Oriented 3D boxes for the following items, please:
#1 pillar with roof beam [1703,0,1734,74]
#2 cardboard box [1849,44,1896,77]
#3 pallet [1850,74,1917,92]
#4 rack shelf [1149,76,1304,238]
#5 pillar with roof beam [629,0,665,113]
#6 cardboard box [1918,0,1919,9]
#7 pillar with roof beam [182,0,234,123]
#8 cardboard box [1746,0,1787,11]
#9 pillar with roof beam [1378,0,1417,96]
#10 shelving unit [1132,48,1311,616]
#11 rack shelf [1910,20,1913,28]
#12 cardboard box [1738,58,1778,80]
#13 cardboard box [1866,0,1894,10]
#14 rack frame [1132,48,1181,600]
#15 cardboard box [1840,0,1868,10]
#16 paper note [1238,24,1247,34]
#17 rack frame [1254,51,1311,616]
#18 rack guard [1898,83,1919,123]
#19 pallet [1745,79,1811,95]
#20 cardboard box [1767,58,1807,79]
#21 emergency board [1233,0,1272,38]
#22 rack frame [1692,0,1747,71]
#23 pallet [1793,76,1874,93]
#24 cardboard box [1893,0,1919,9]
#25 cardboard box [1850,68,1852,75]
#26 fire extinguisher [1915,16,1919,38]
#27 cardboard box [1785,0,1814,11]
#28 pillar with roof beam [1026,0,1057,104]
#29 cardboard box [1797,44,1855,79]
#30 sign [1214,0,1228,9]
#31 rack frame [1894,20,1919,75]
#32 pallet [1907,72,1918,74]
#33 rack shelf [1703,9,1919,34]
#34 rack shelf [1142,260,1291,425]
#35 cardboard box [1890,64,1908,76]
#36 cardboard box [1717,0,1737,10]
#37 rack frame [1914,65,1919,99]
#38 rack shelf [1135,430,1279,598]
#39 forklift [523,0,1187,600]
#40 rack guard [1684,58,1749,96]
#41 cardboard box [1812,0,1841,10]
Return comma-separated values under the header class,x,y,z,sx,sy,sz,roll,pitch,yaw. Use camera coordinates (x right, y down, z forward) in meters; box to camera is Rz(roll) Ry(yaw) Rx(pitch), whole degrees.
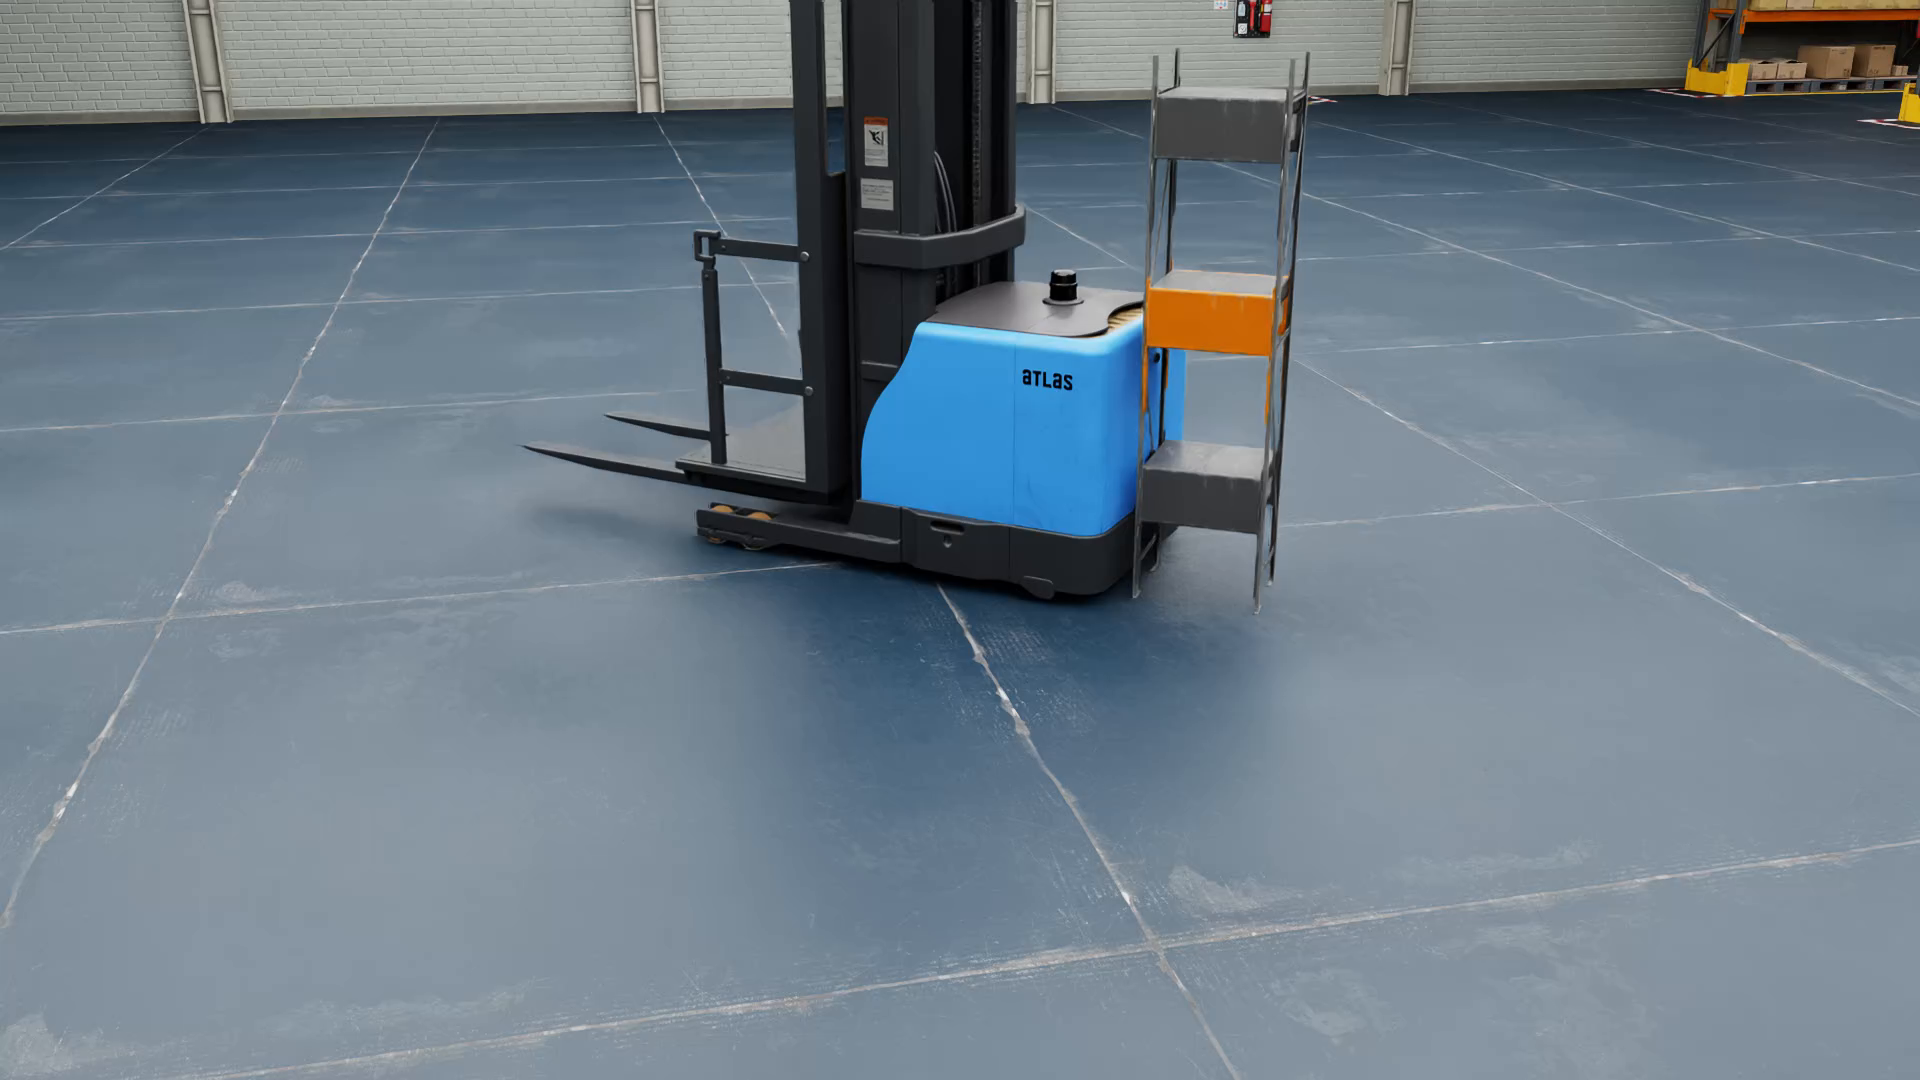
class,x,y,z,sx,sy,sz,roll,pitch,yaw
pillar with roof beam,13.922,-10.561,23.062,0.400,9.000,9.100,-5,21,-12
cardboard box,15.341,-8.094,28.043,0.500,0.500,0.500,-6,21,-17
pallet,15.696,-7.782,28.252,1.213,0.211,1.003,-5,21,-12
rack shelf,0.993,-1.427,6.162,0.480,0.518,0.431,7,21,18
pillar with roof beam,-3.595,-9.136,19.172,0.400,9.000,9.100,-5,21,-12
cardboard box,15.951,-8.956,27.593,0.500,0.250,0.500,-5,21,-12
pillar with roof beam,-9.434,-8.661,17.876,0.400,9.000,9.100,-5,21,-12
cardboard box,12.997,-8.711,26.923,0.500,0.250,0.500,-5,21,-14
pillar with roof beam,8.083,-10.086,21.765,0.400,9.000,9.100,-5,21,-12
shelving unit,0.993,-0.783,6.399,0.503,2.100,0.431,7,21,18
rack shelf,18.288,-8.977,28.506,4.000,0.370,1.077,-5,21,-12
cardboard box,13.143,-7.809,27.540,0.500,0.311,0.500,-7,21,-19
cardboard box,14.978,-8.875,27.370,0.500,0.250,0.500,-5,21,-13
rack frame,0.762,-0.810,6.474,0.015,2.100,0.400,7,21,18
cardboard box,14.489,-8.835,27.260,0.500,0.250,0.500,-4,21,-12
paper note,4.491,-8.123,26.408,0.142,0.148,0.016,-5,21,-12
rack frame,1.223,-0.755,6.323,0.015,2.100,0.400,7,21,18
rack guard,13.569,-6.006,22.985,0.348,0.500,1.175,-5,21,-12
pallet,13.322,-7.589,27.725,1.213,0.211,1.003,-5,21,-12
cardboard box,13.698,-7.854,27.663,0.500,0.311,0.500,-3,20,-8
emergency board,4.679,-8.527,26.232,0.643,1.169,0.194,-5,21,-12
rack frame,12.449,-8.840,27.086,0.127,3.000,1.000,-5,21,-12
pallet,14.507,-7.684,27.985,1.213,0.211,1.003,-5,21,-12
cardboard box,15.464,-8.920,27.493,0.500,0.250,0.500,-5,21,-12
cardboard box,14.781,-7.905,28.037,0.250,0.149,0.380,-6,21,-17
fire extinguisher,13.371,-7.292,22.972,0.183,0.674,0.296,-5,21,-12
cardboard box,13.499,-8.757,27.049,0.500,0.250,0.500,-5,21,-14
pillar with roof beam,2.244,-9.611,20.469,0.400,9.000,9.100,-5,21,-12
cardboard box,14.423,-7.984,27.743,0.500,0.500,0.700,-6,21,-16
sign,4.117,-8.535,26.200,0.234,0.329,0.001,-5,21,-12
rack frame,16.342,-9.156,27.950,0.127,3.000,1.000,-5,21,-12
pallet,17.099,-7.909,28.599,1.213,0.211,1.003,-5,21,-12
rack shelf,14.396,-8.660,27.642,4.000,0.370,1.077,-5,21,-12
rack shelf,0.993,-0.770,6.403,0.480,0.518,0.431,7,21,18
cardboard box,15.828,-7.980,28.219,0.250,0.166,0.380,-7,21,-20
cardboard box,12.859,-8.881,27.386,0.500,0.250,0.500,-4,21,-12
rack frame,13.593,-7.182,22.560,0.127,3.000,1.000,-5,21,-12
rack shelf,0.993,-0.113,6.644,0.480,0.518,0.431,7,21,18
forklift,-0.576,-1.478,7.088,3.031,2.935,1.130,10,22,25
rack guard,12.523,-7.672,27.532,0.348,0.500,1.175,-5,21,-12
cardboard box,13.996,-8.795,27.153,0.500,0.250,0.500,-5,21,-13
